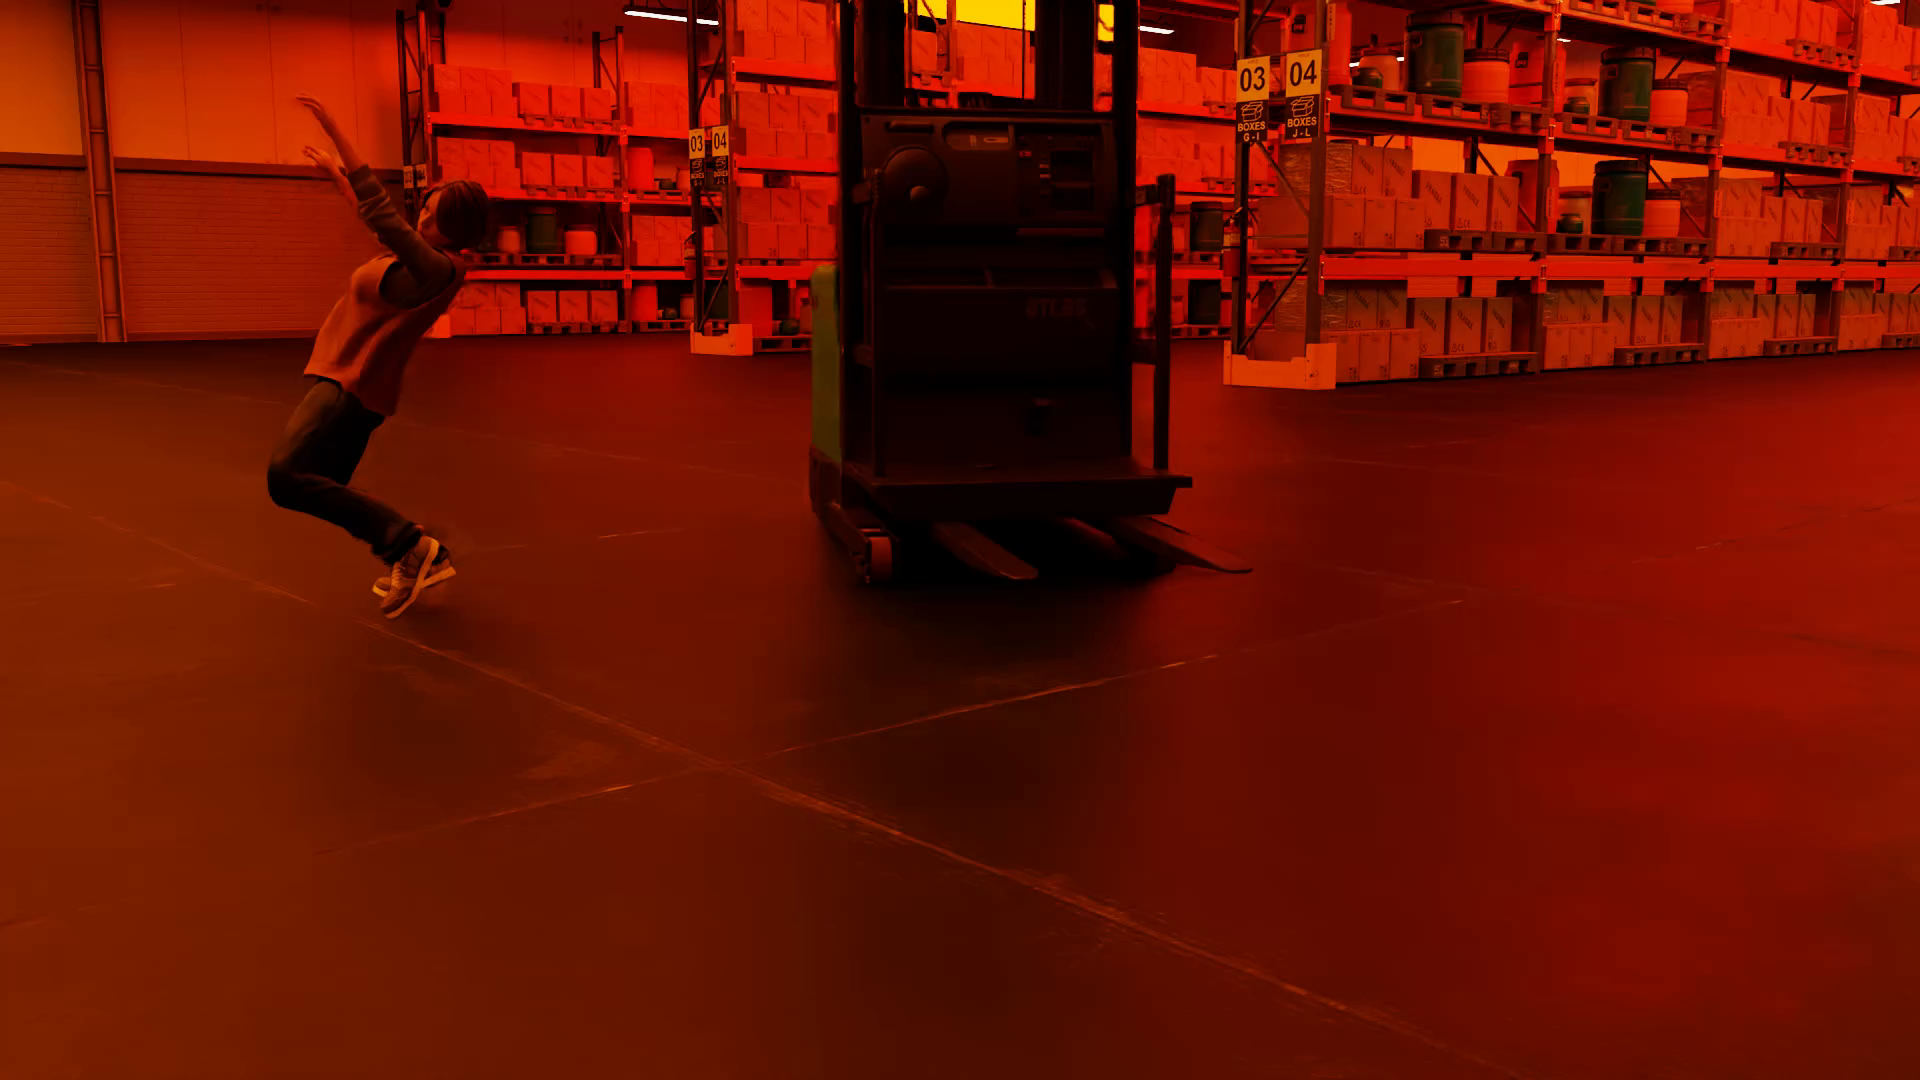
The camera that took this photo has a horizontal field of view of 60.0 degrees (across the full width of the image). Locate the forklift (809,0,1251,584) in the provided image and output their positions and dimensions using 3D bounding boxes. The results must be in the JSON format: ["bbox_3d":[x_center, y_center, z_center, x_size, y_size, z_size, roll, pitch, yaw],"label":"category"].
[{"bbox_3d":[0.155,-1.361,5.753,1.130,2.935,3.031,-2,9,-12],"label":"forklift"}]

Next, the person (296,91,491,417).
[{"bbox_3d":[-1.708,-0.831,5.010,0.587,0.925,0.813,-2,9,-14],"label":"person"}]
